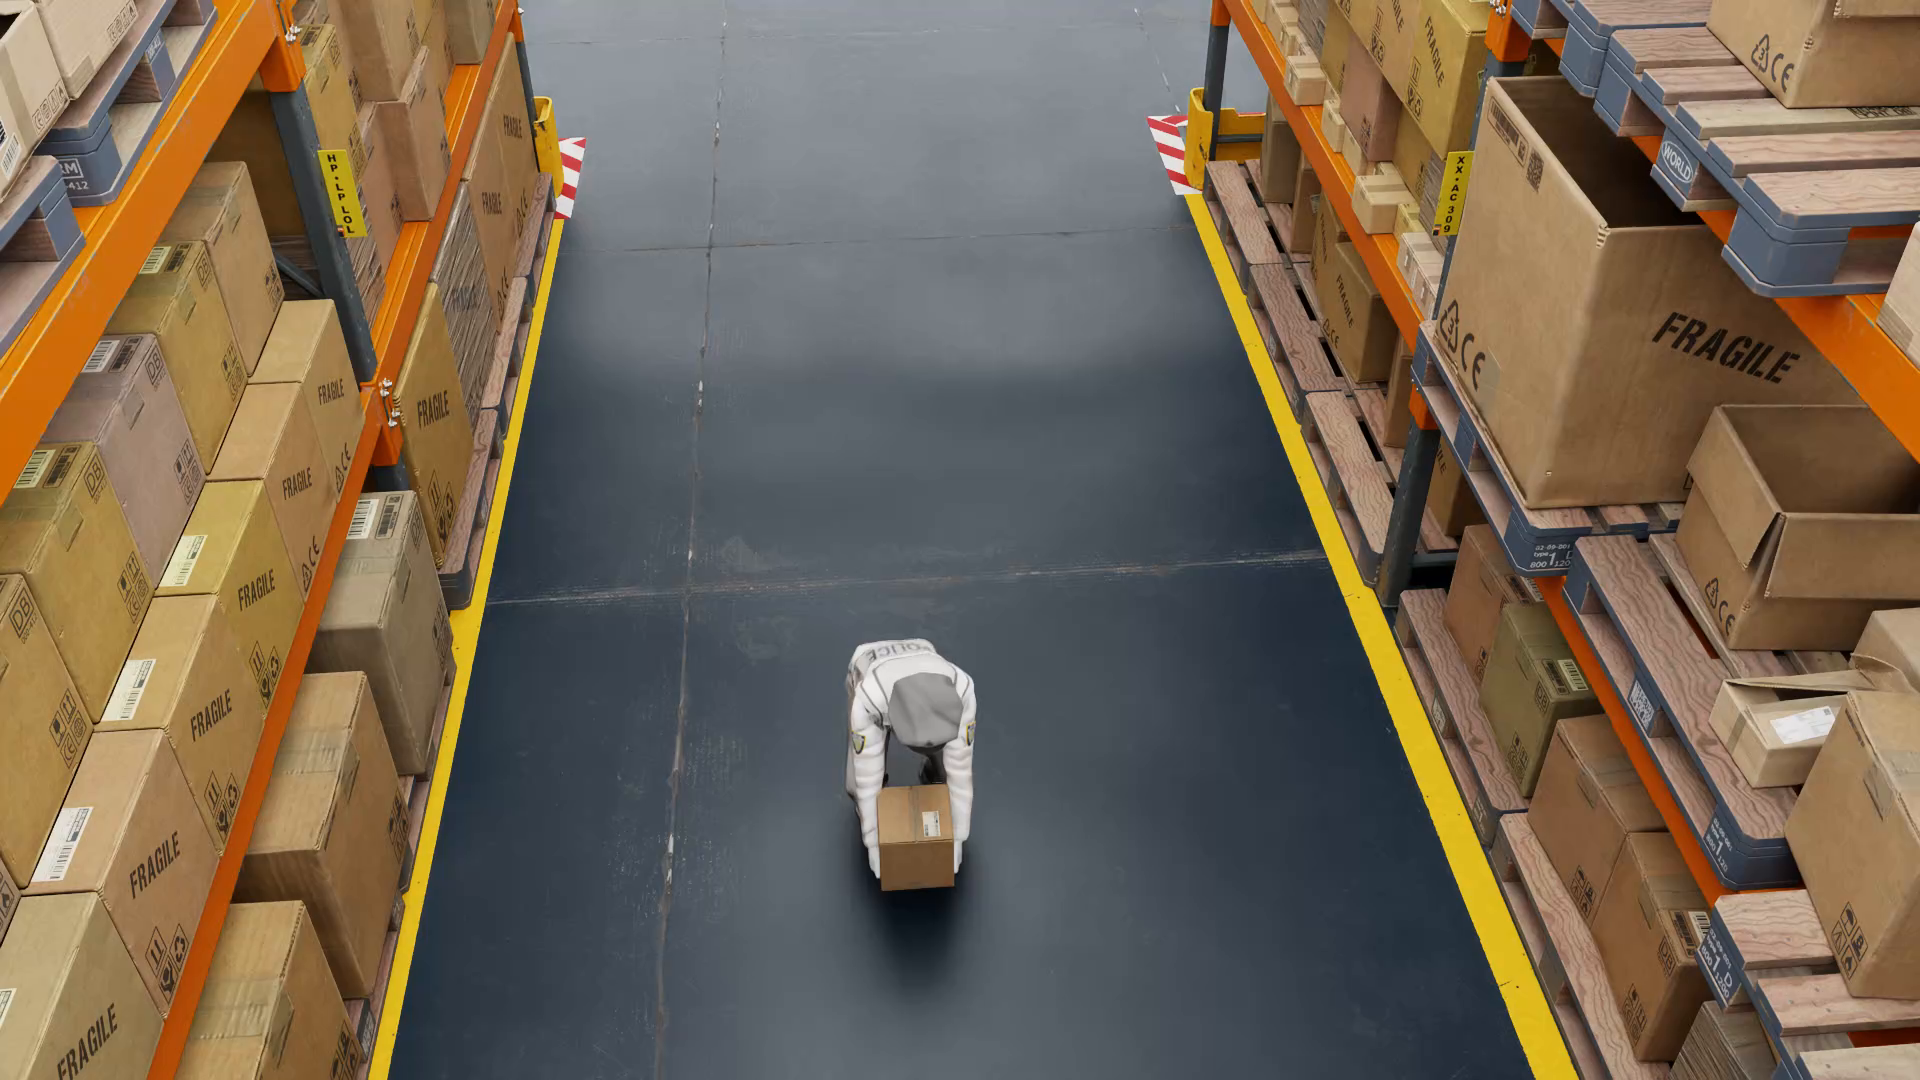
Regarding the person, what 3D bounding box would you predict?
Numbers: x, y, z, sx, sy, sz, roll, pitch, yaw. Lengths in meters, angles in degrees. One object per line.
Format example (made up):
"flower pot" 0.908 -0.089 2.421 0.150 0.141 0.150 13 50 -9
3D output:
"person" -0.183 0.688 5.866 0.464 0.980 0.851 -4 40 -5
